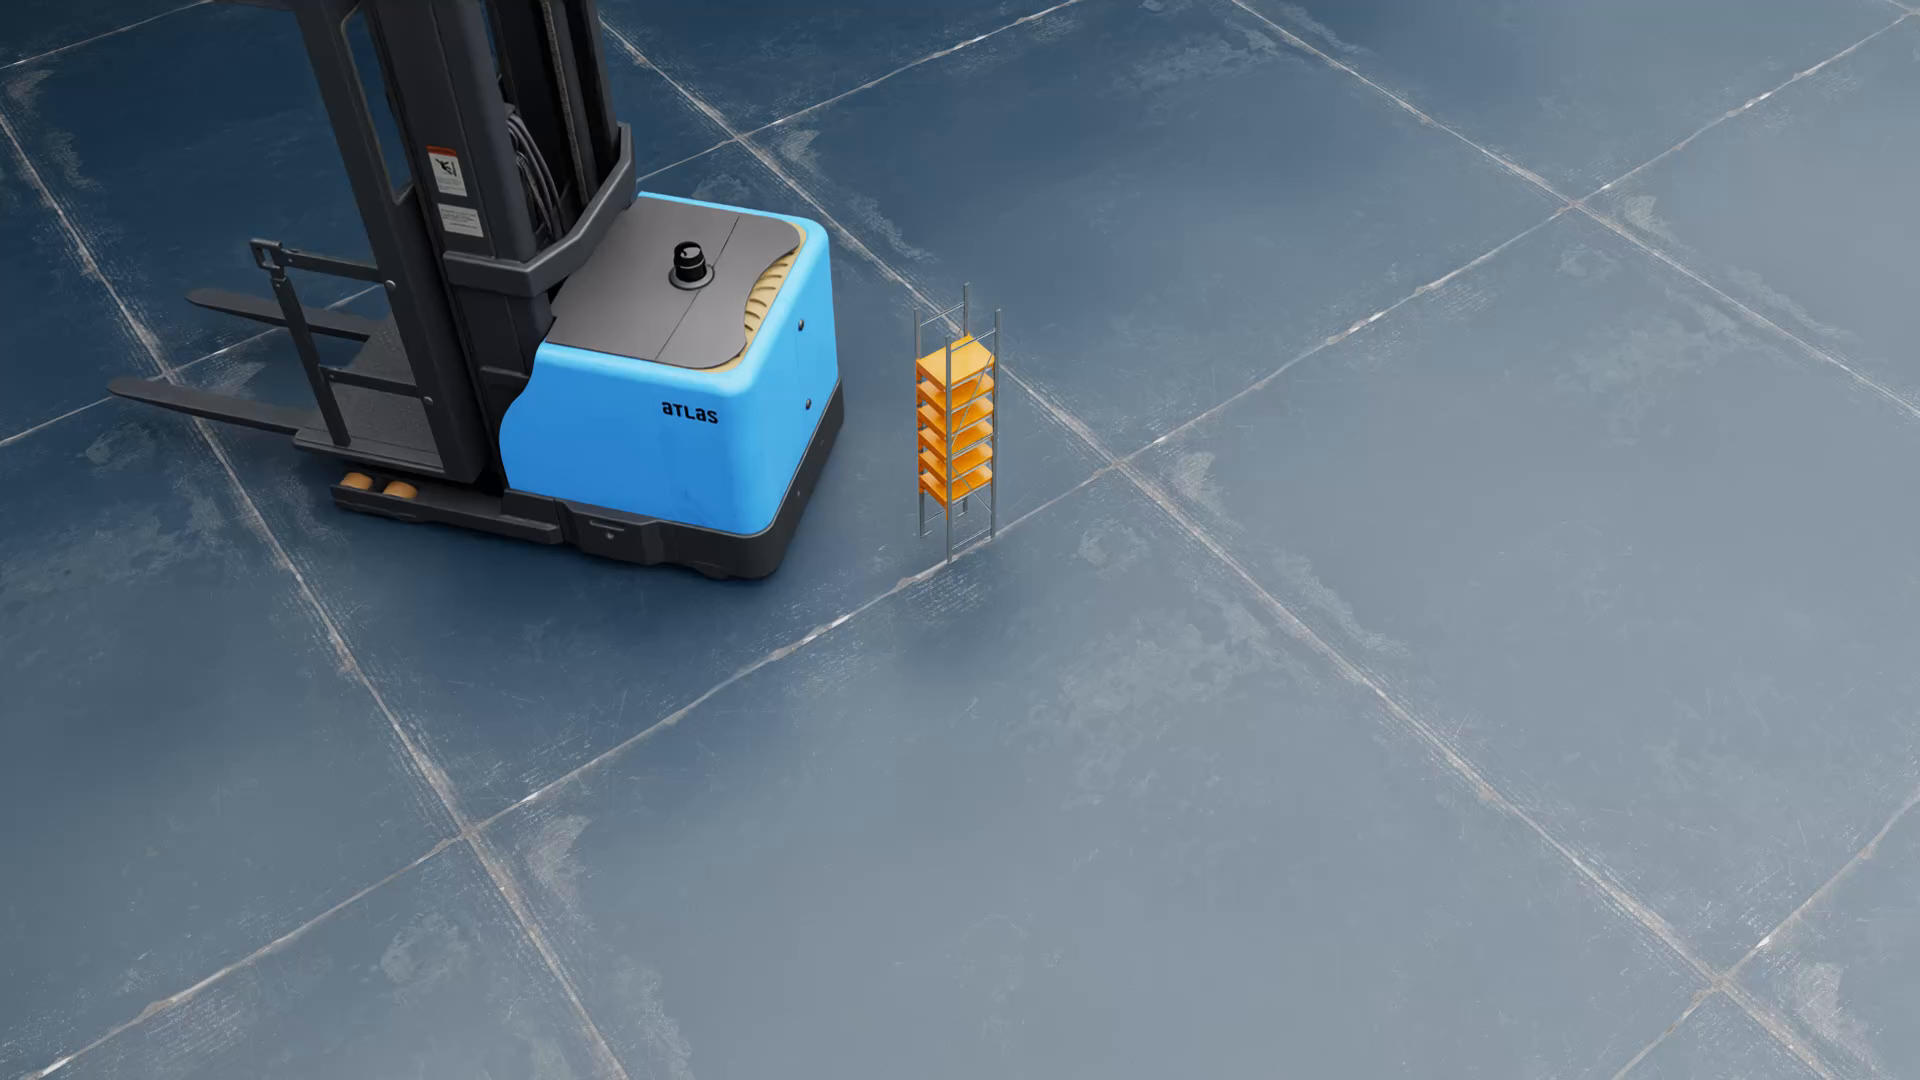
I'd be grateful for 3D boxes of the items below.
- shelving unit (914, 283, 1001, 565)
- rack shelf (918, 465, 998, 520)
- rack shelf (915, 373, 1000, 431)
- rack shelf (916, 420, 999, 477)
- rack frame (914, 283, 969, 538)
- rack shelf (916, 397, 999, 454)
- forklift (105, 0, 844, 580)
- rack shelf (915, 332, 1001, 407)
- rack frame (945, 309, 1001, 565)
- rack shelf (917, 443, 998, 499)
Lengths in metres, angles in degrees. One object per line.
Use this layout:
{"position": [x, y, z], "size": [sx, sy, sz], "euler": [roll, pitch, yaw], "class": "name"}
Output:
{"position": [-0.009, -0.412, 6.312], "size": [0.258, 1.200, 0.189], "euler": [-29, 54, -24], "class": "shelving unit"}
{"position": [-0.009, -0.220, 6.523], "size": [0.258, 0.103, 0.180], "euler": [-29, 54, -24], "class": "rack shelf"}
{"position": [-0.009, -0.543, 6.167], "size": [0.258, 0.103, 0.180], "euler": [-29, 54, -24], "class": "rack shelf"}
{"position": [-0.009, -0.382, 6.345], "size": [0.258, 0.103, 0.180], "euler": [-29, 54, -24], "class": "rack shelf"}
{"position": [-0.064, -0.465, 6.361], "size": [0.240, 1.200, 0.006], "euler": [-29, 54, -24], "class": "rack frame"}
{"position": [-0.009, -0.462, 6.256], "size": [0.258, 0.103, 0.180], "euler": [-29, 54, -24], "class": "rack shelf"}
{"position": [-2.070, -1.430, 6.067], "size": [3.031, 2.935, 1.130], "euler": [11, 49, 10], "class": "forklift"}
{"position": [-0.009, -0.623, 6.078], "size": [0.258, 0.103, 0.180], "euler": [-29, 54, -24], "class": "rack shelf"}
{"position": [0.047, -0.358, 6.263], "size": [0.240, 1.200, 0.006], "euler": [-29, 54, -24], "class": "rack frame"}
{"position": [-0.009, -0.301, 6.434], "size": [0.258, 0.103, 0.180], "euler": [-29, 54, -24], "class": "rack shelf"}
